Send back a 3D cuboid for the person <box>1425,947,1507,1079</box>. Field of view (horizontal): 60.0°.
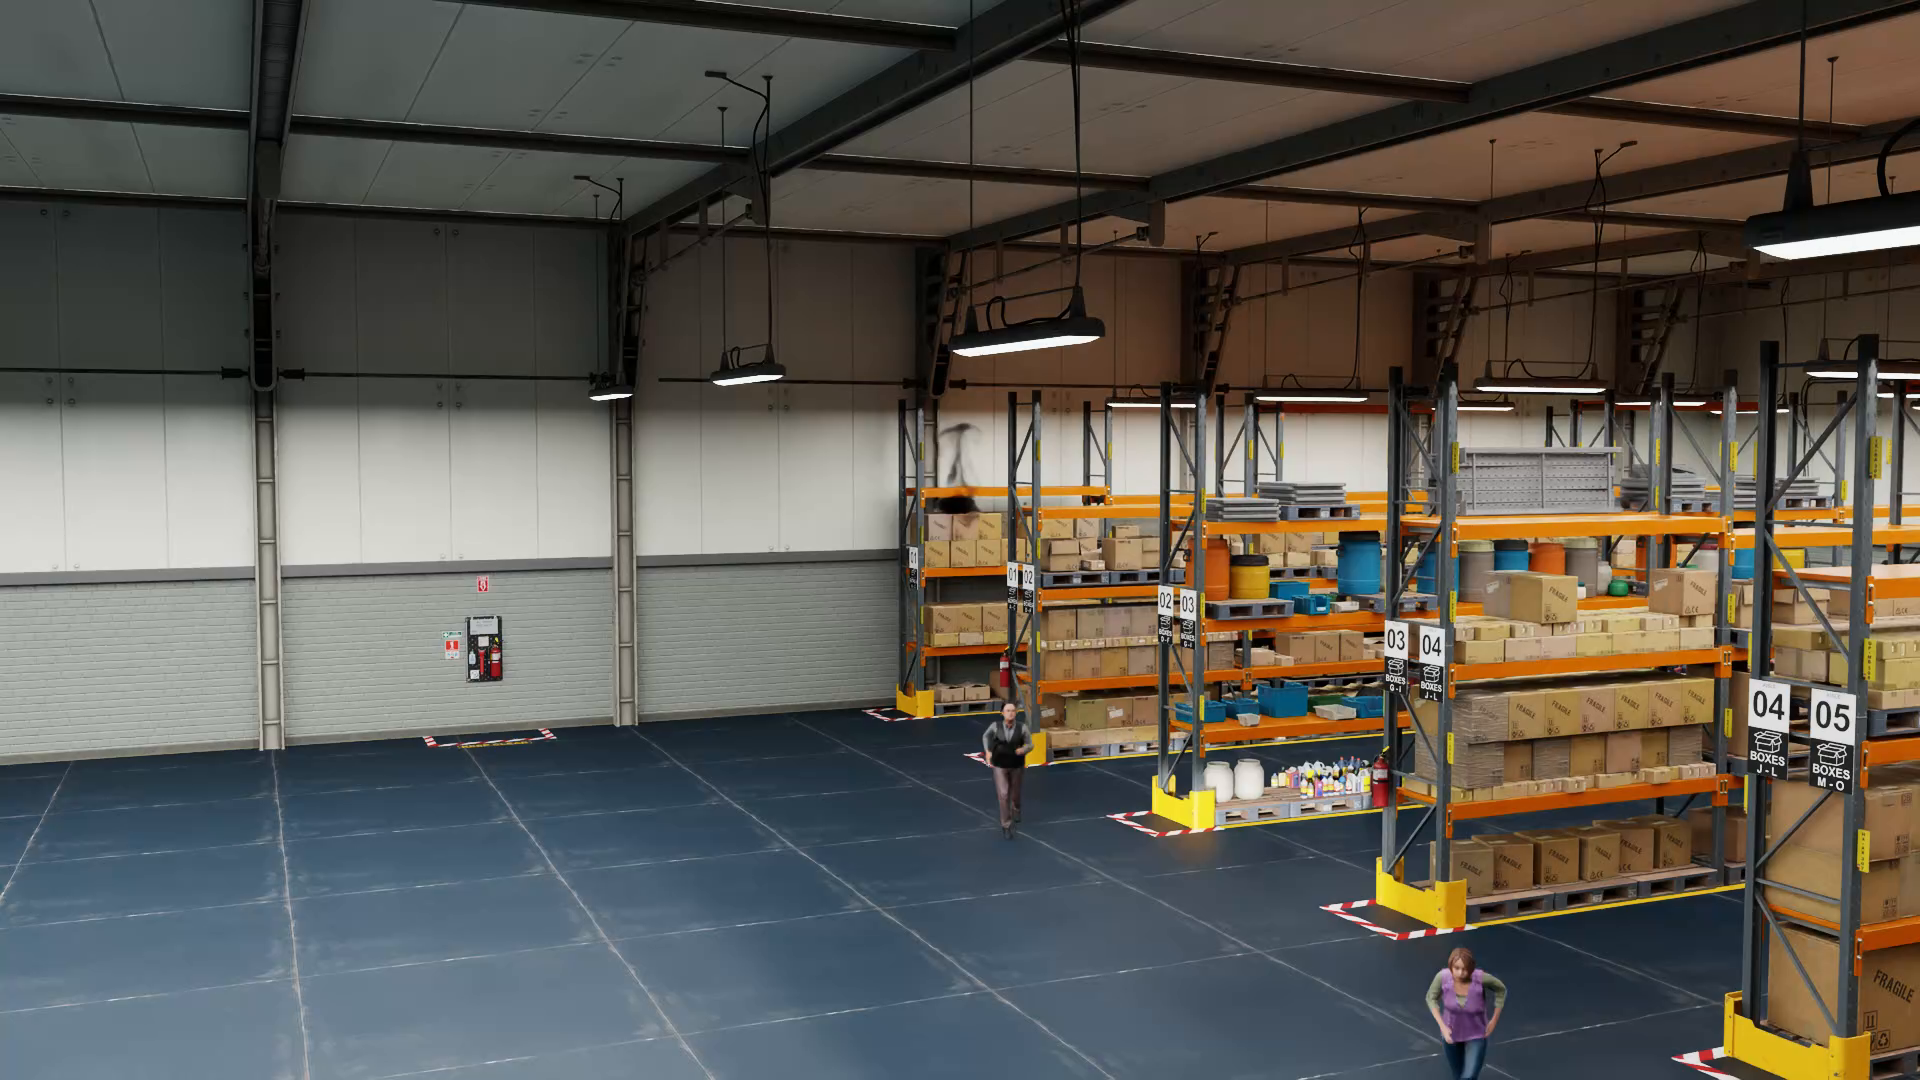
[{"bbox_3d":[3.755,3.696,12.353,0.571,1.547,0.915,1,4,18],"label":"person"}]

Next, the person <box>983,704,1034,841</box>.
[{"bbox_3d":[0.640,3.014,21.976,0.675,1.735,0.959,0,3,-1],"label":"person"}]
